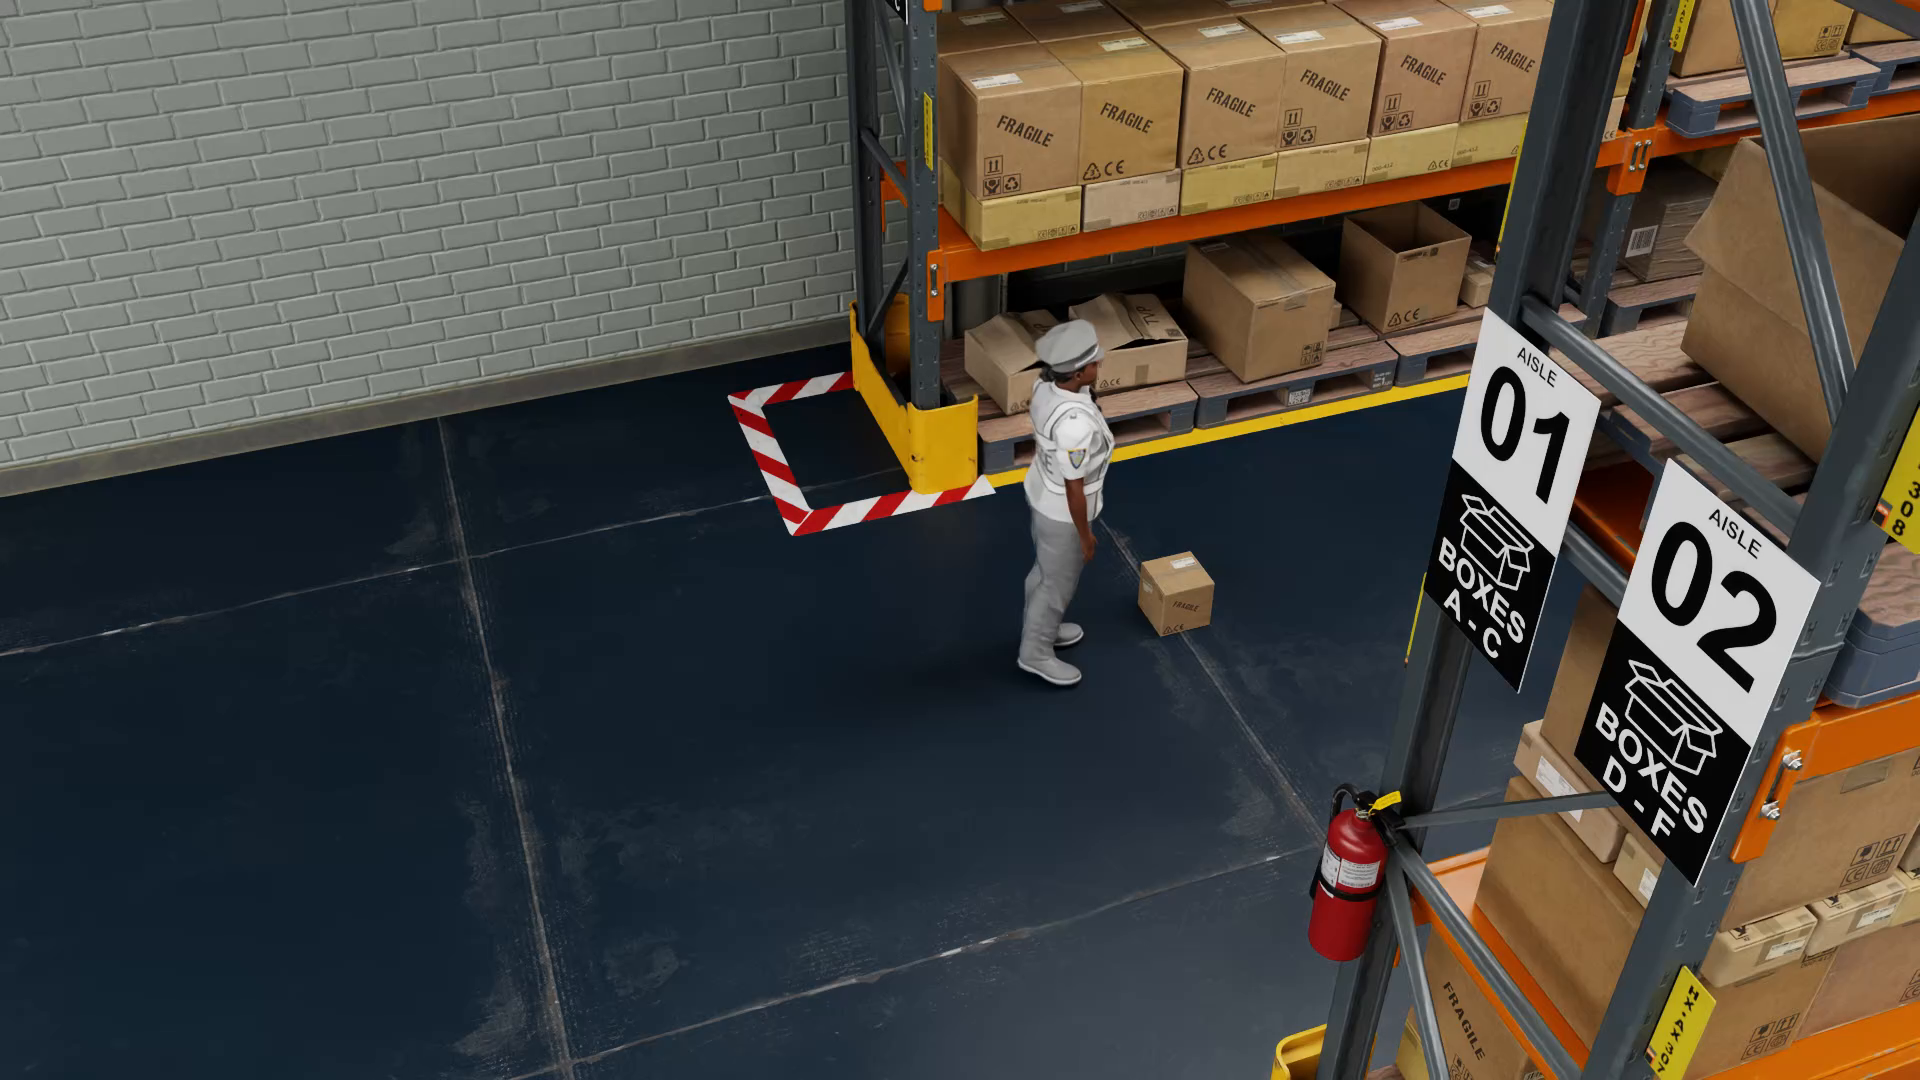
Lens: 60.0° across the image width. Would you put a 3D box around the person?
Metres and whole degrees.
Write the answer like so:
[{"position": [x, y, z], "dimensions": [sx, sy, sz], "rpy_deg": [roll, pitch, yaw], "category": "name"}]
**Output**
[{"position": [0.426, -0.153, 6.926], "dimensions": [0.368, 1.685, 0.475], "rpy_deg": [-6, 38, -8], "category": "person"}]
